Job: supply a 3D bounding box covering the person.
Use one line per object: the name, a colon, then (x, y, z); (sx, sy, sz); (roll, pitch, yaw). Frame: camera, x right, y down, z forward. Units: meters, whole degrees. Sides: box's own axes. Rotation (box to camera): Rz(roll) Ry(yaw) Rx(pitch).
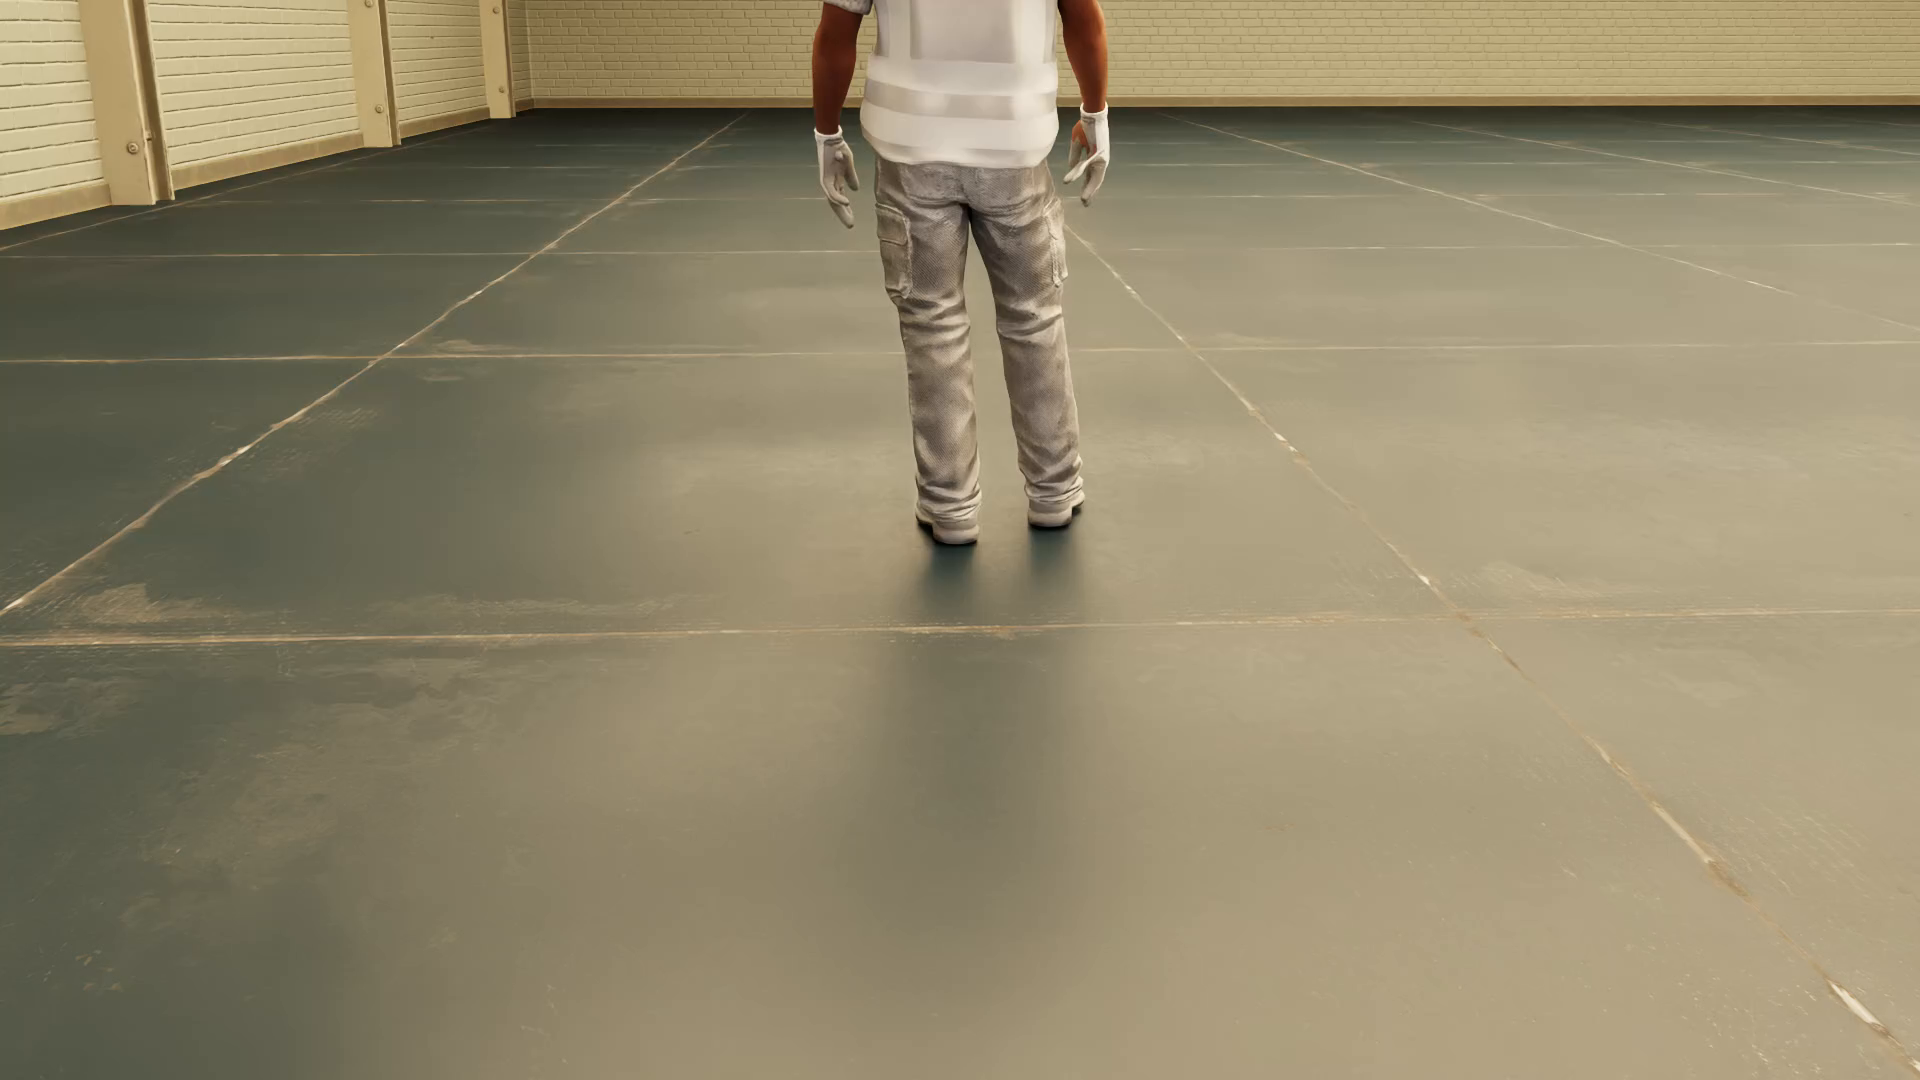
person: (0.004, -0.884, 3.733); (0.657, 1.785, 0.557); (-1, 17, -3)
